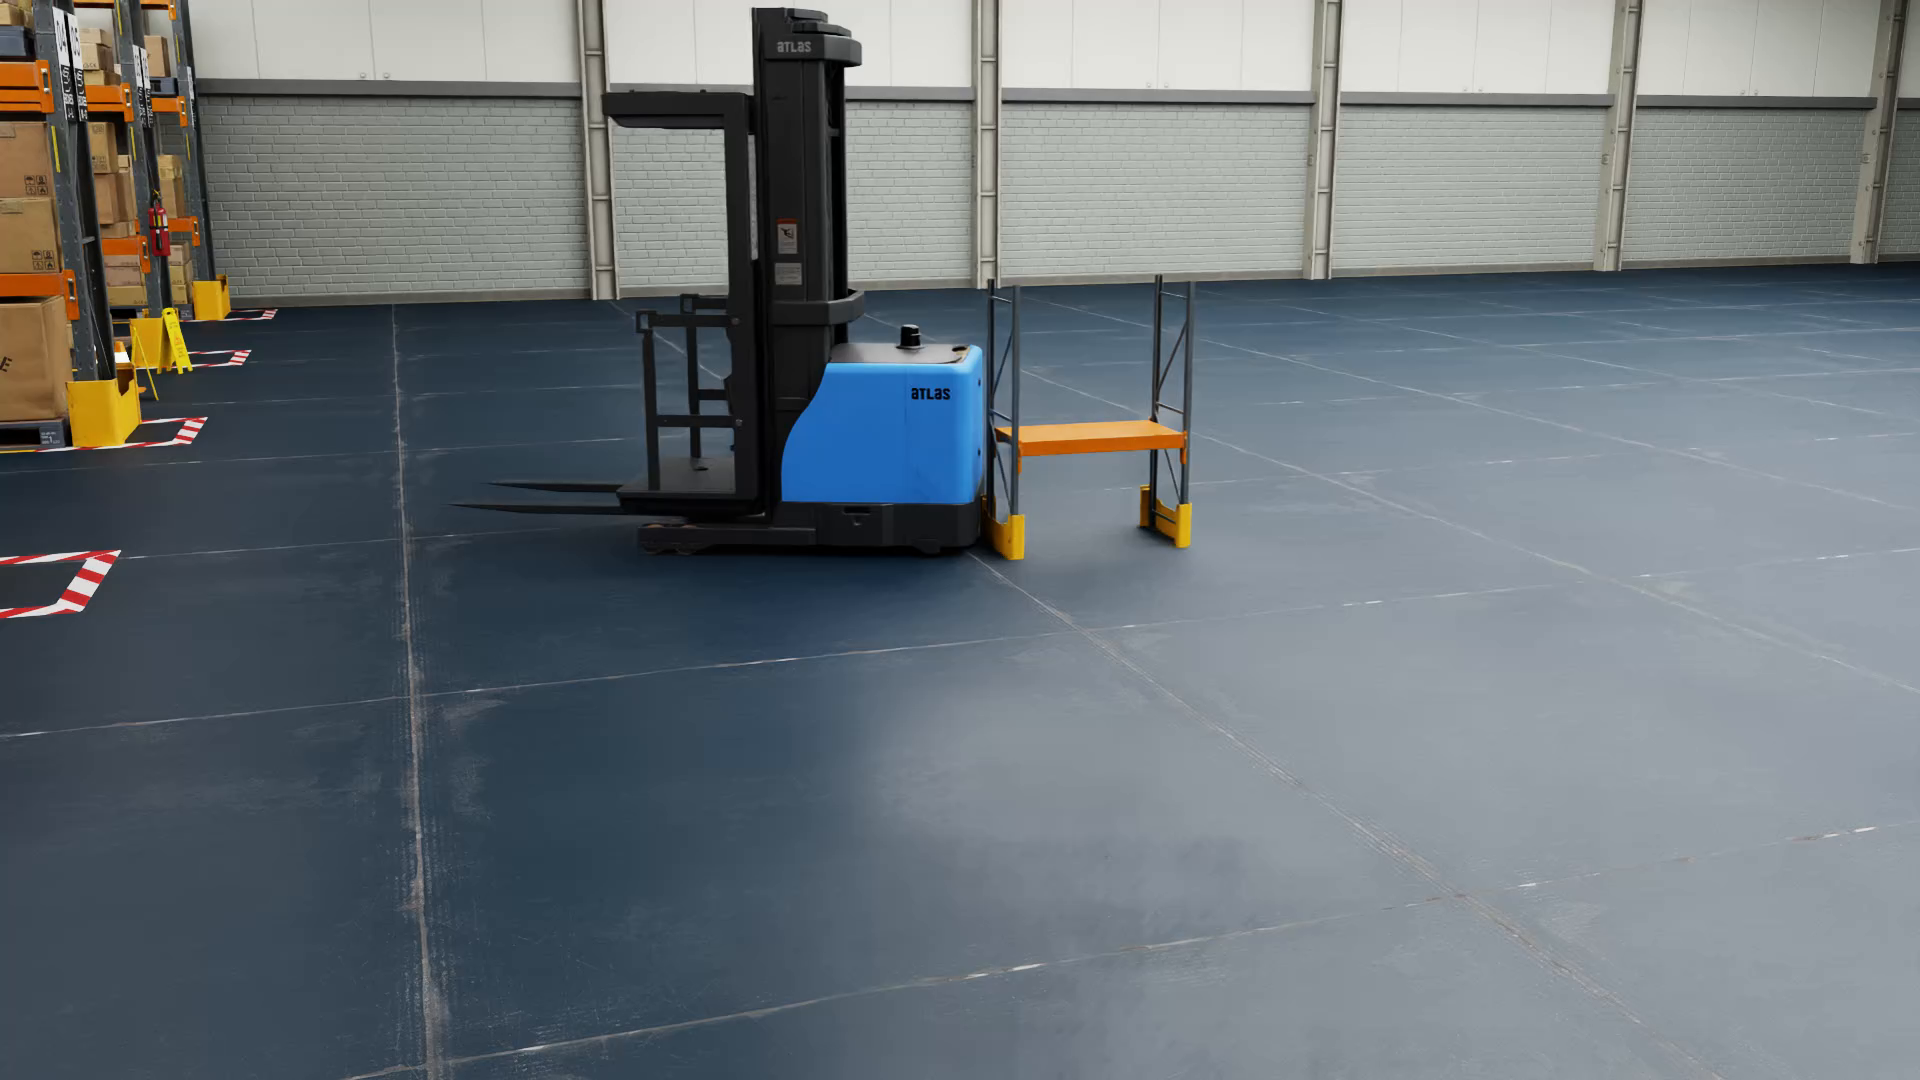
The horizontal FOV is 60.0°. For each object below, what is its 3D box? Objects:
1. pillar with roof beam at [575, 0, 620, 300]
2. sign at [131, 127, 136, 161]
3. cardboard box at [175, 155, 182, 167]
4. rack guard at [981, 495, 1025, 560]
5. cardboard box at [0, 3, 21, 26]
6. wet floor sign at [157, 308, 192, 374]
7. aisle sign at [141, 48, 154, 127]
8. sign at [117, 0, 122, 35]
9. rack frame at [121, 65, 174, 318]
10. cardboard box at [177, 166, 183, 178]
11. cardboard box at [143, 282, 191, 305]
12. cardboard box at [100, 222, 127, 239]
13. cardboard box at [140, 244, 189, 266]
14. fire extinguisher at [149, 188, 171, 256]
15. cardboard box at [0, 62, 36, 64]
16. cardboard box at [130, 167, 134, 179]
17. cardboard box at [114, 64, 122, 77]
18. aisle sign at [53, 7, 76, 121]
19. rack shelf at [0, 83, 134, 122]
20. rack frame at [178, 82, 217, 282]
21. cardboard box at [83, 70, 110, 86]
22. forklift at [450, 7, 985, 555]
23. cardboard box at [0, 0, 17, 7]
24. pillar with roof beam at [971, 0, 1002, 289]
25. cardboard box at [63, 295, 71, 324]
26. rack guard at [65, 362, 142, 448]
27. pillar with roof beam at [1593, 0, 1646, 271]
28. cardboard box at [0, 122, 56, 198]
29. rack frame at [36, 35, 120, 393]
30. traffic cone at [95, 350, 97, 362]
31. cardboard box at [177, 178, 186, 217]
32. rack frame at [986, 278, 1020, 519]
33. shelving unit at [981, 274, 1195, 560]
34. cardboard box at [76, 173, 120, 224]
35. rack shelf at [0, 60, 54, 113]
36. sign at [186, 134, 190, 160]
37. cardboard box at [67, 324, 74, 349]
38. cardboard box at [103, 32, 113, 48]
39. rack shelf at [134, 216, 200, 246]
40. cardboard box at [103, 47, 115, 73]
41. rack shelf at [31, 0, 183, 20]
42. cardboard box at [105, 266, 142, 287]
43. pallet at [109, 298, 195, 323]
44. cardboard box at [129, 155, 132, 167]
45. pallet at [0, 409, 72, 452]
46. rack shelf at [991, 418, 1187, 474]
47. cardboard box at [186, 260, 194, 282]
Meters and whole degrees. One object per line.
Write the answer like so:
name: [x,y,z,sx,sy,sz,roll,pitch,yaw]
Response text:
pillar with roof beam: [-3.902,-7.021,19.715,0.400,9.000,9.100,-4,14,-18]
sign: [-8.270,-3.963,16.638,0.005,0.325,0.100,-4,14,-18]
cardboard box: [-10.401,-4.989,21.874,0.250,0.149,0.380,-5,14,-19]
rack guard: [0.239,-0.077,9.427,0.087,0.250,0.587,-4,14,-16]
cardboard box: [-6.960,-3.783,12.000,0.250,0.149,0.380,-4,14,-18]
wet floor sign: [-7.906,-2.004,16.671,0.232,0.644,0.267,0,13,1]
aisle sign: [-8.468,-4.707,17.331,0.004,0.787,0.394,-4,14,-18]
sign: [-8.270,-5.136,16.359,0.005,0.325,0.100,-4,14,-18]
rack frame: [-8.428,-3.370,17.327,0.127,3.000,1.000,-4,14,-18]
cardboard box: [-10.419,-4.854,21.950,0.250,0.149,0.380,-5,14,-20]
cardboard box: [-10.359,-3.221,21.735,0.500,0.250,0.500,-4,14,-18]
cardboard box: [-8.714,-3.173,17.043,0.250,0.149,0.380,-4,14,-16]
cardboard box: [-10.351,-3.709,21.626,0.500,0.250,0.500,-4,14,-16]
fire extinguisher: [-8.172,-3.239,16.946,0.183,0.674,0.296,-4,14,-18]
cardboard box: [-9.308,-4.770,16.413,0.500,0.250,0.500,-5,14,-19]
cardboard box: [-10.486,-4.710,21.343,0.250,0.149,0.380,-4,14,-17]
cardboard box: [-10.703,-5.920,20.987,0.250,0.149,0.380,-5,14,-20]
aisle sign: [-6.590,-3.496,12.238,0.004,0.787,0.394,-4,14,-18]
rack shelf: [-10.323,-4.331,16.442,4.000,0.370,1.077,-4,14,-18]
rack frame: [-10.014,-4.458,21.902,0.127,3.000,1.000,-4,14,-18]
cardboard box: [-8.677,-4.619,16.640,0.250,0.149,0.380,-4,14,-18]
forklift: [-1.396,-1.464,9.464,3.031,2.935,1.130,1,13,4]
cardboard box: [-7.128,-3.978,11.960,0.500,0.250,0.500,-4,14,-17]
pillar with roof beam: [1.785,-7.464,21.577,0.400,9.000,9.100,-4,14,-18]
cardboard box: [-9.104,-2.485,17.020,0.500,0.500,0.500,-4,14,-18]
rack guard: [-6.730,-1.077,13.091,0.348,0.500,1.175,-4,14,-18]
pillar with roof beam: [13.158,-8.350,25.300,0.400,9.000,9.100,-4,14,-18]
cardboard box: [-7.117,-2.871,12.572,0.550,0.550,0.875,-4,14,-18]
rack frame: [-6.753,-2.291,12.794,0.127,3.000,1.000,-4,14,-18]
traffic cone: [-8.424,-1.821,16.297,0.334,0.463,0.336,-4,14,-18]
cardboard box: [-10.572,-4.531,21.993,0.500,0.500,0.500,-4,14,-16]
rack frame: [0.238,-0.685,9.282,0.032,1.500,0.500,-4,14,-16]
shelving unit: [0.716,-0.718,9.420,1.083,1.500,0.587,-4,14,-16]
cardboard box: [-8.854,-3.462,16.858,0.500,0.500,0.500,-5,14,-19]
rack shelf: [-8.649,-3.253,11.909,4.000,0.370,1.077,-4,14,-18]
sign: [-9.854,-5.016,21.236,0.005,0.325,0.100,-4,14,-18]
cardboard box: [-9.131,-2.116,17.090,0.500,0.250,0.500,-5,14,-18]
cardboard box: [-8.829,-5.113,16.994,0.250,0.149,0.380,-5,14,-18]
rack shelf: [-11.910,-3.960,21.365,4.000,0.370,1.077,-4,14,-18]
cardboard box: [-8.989,-4.922,17.052,0.500,0.250,0.500,-5,14,-19]
rack shelf: [-11.910,-6.684,20.717,4.000,0.370,1.077,-4,14,-18]
cardboard box: [-10.855,-3.429,21.529,0.500,0.250,0.500,-5,14,-19]
pallet: [-10.726,-3.036,21.949,1.213,0.211,1.003,-4,14,-18]
cardboard box: [-10.510,-4.869,21.371,0.250,0.149,0.380,-4,14,-18]
pallet: [-7.486,-0.859,12.796,1.213,0.211,1.003,-4,14,-18]
rack shelf: [0.725,-0.543,9.464,1.000,0.185,0.538,-4,14,-16]
cardboard box: [-10.526,-3.579,22.160,0.500,0.250,0.500,-4,14,-17]
